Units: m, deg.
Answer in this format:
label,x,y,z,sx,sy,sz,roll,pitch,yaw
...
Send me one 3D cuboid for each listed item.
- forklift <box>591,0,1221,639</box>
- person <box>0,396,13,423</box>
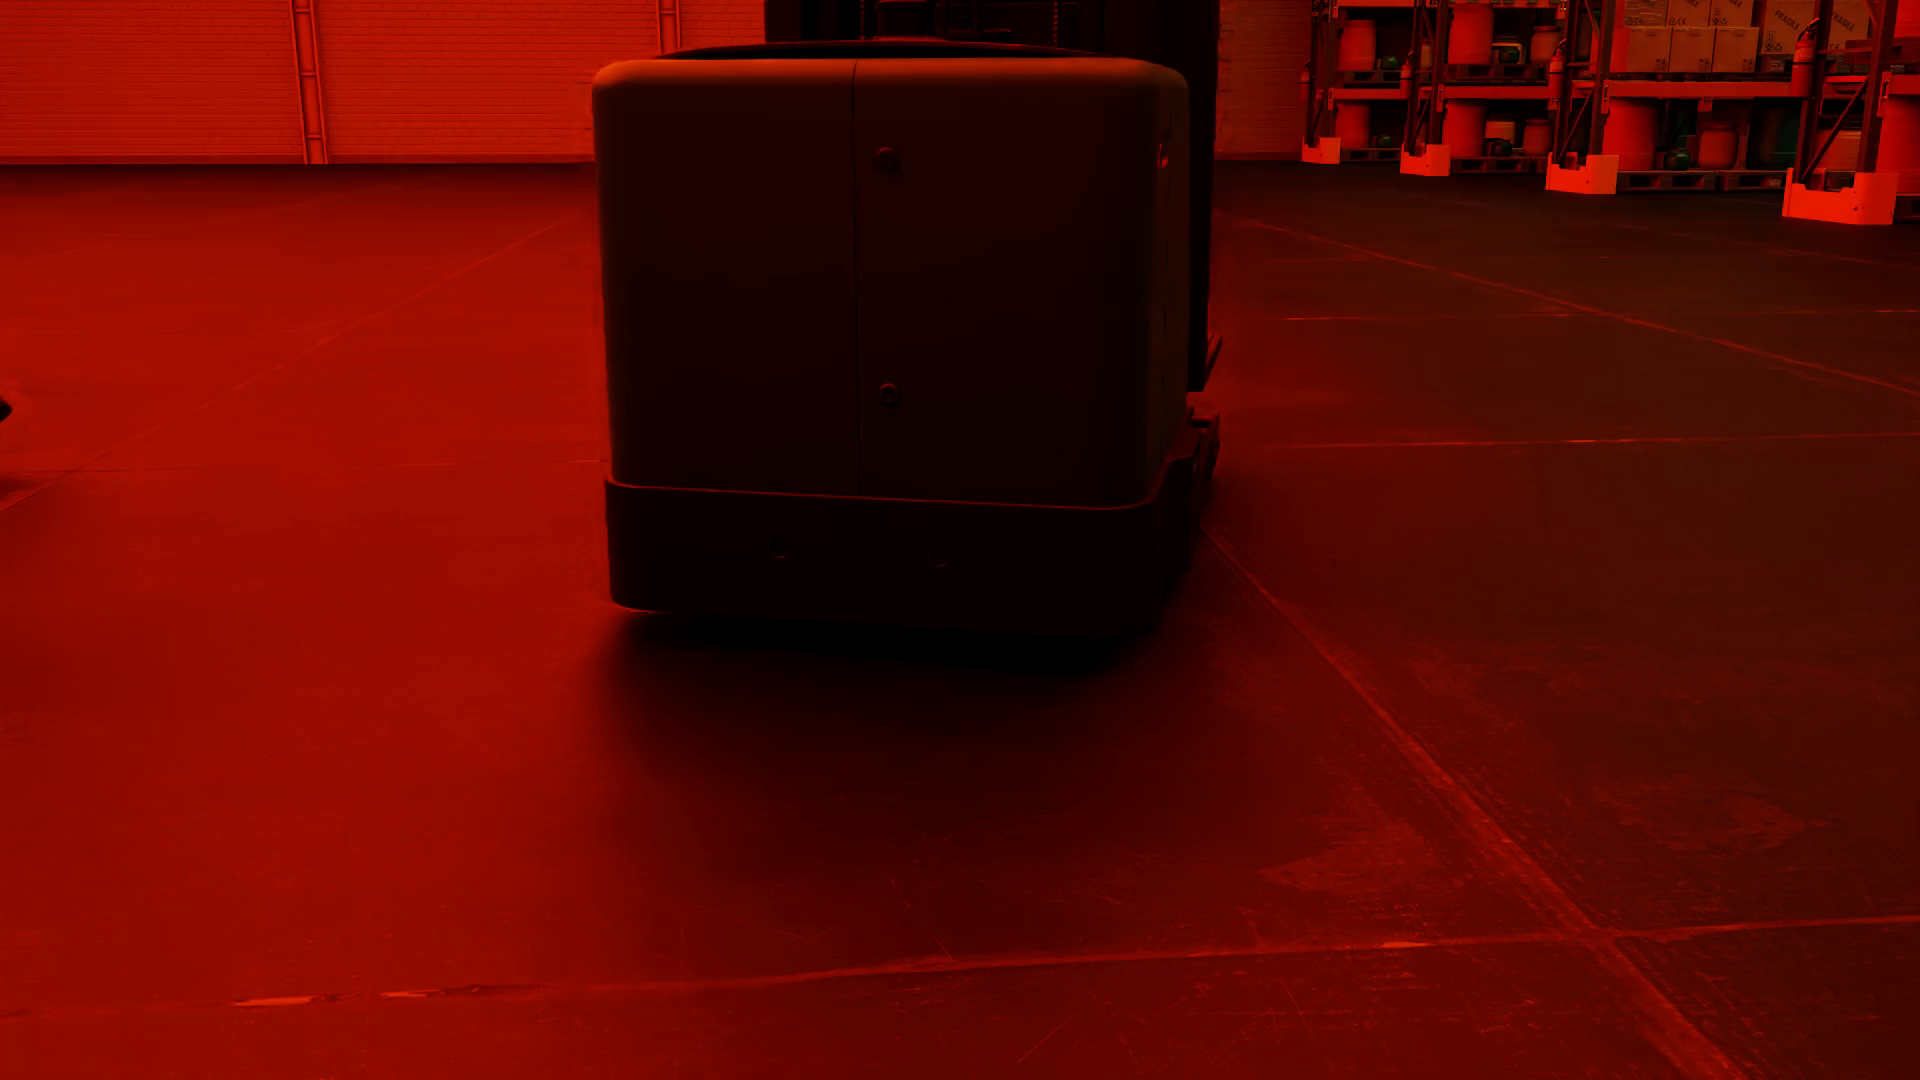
label,x,y,z,sx,sy,sz,roll,pitch,yaw
forklift,0.122,-1.570,4.141,1.130,2.935,3.031,3,15,11
person,-2.799,-0.944,4.225,0.481,1.688,0.760,-3,15,-12
